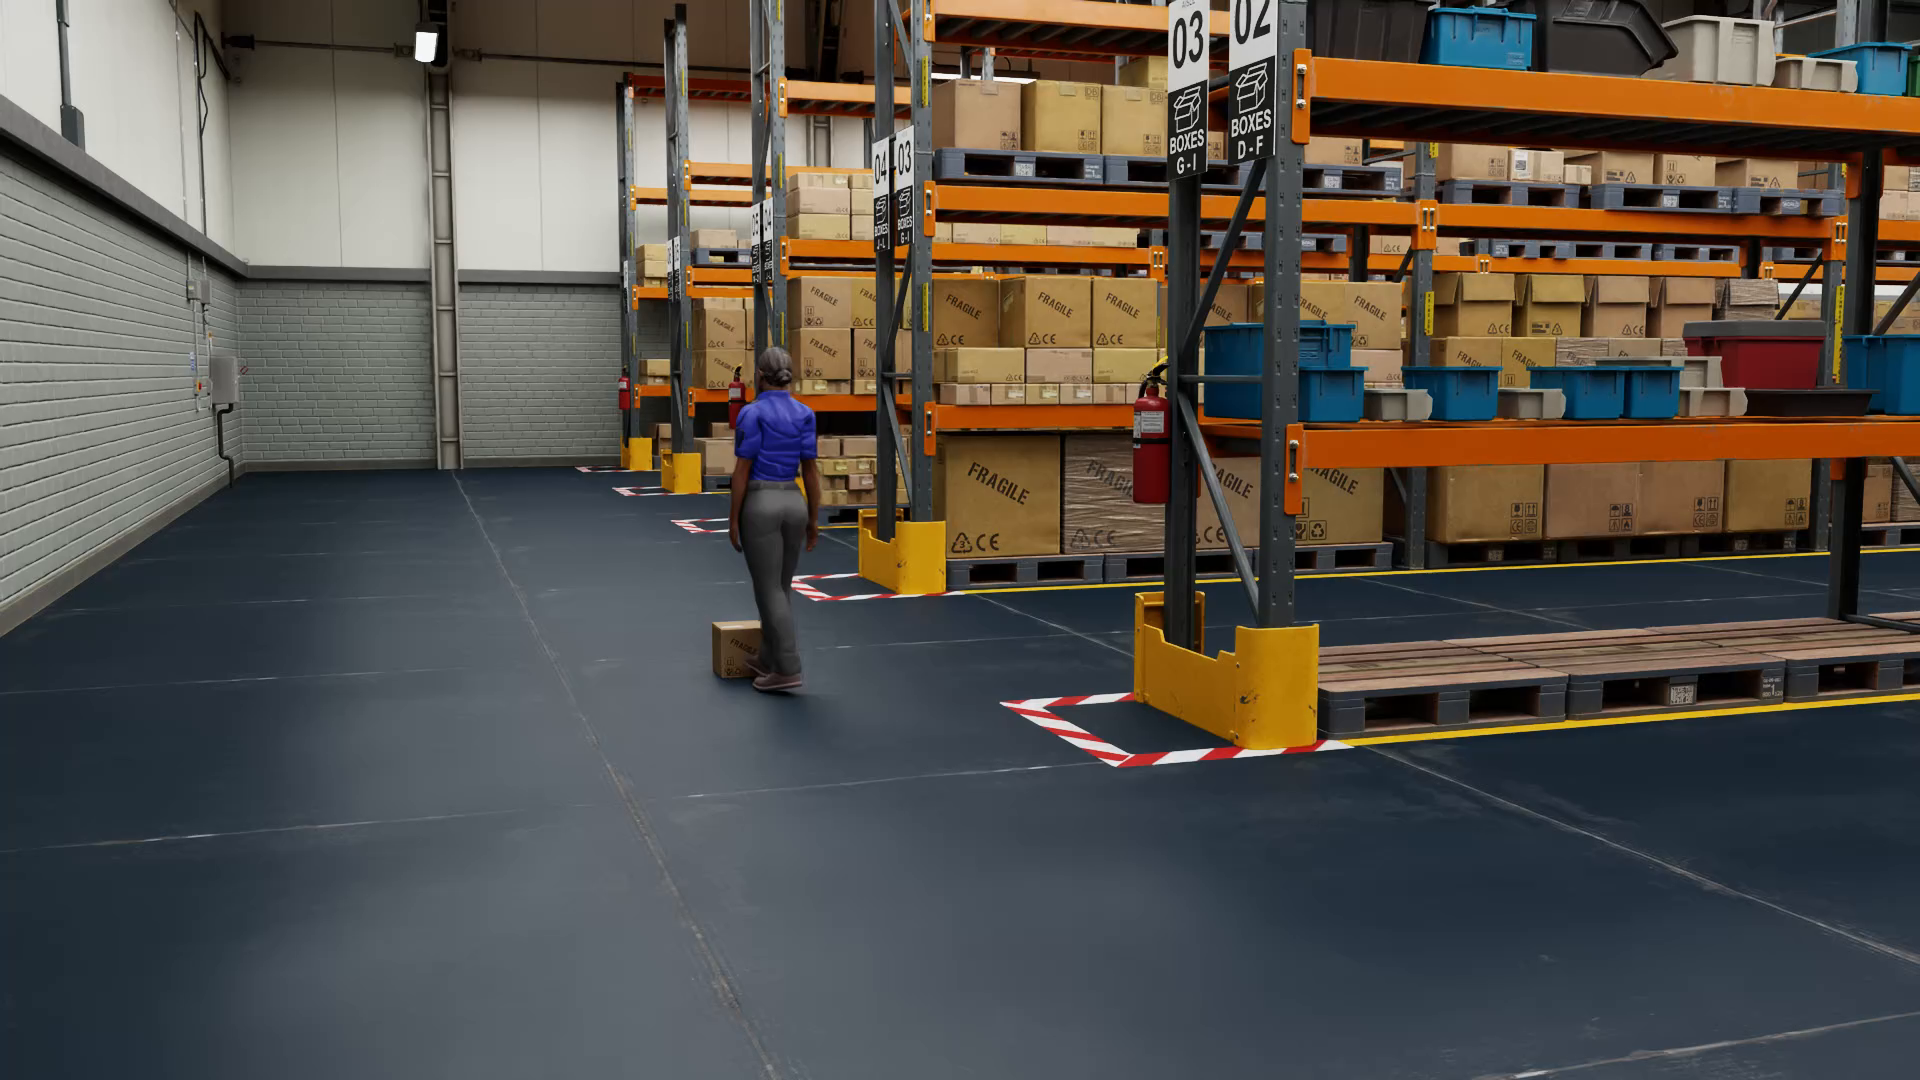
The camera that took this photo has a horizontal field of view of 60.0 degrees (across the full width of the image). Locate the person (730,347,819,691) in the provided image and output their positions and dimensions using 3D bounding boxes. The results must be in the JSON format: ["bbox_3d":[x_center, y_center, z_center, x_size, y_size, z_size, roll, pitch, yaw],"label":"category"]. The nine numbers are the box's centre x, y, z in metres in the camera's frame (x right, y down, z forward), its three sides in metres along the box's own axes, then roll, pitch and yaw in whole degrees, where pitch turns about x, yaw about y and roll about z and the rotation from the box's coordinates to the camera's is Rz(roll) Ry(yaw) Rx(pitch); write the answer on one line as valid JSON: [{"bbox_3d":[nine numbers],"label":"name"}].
[{"bbox_3d":[-0.959,-0.111,8.102,0.451,1.651,0.665,-5,8,-42],"label":"person"}]
